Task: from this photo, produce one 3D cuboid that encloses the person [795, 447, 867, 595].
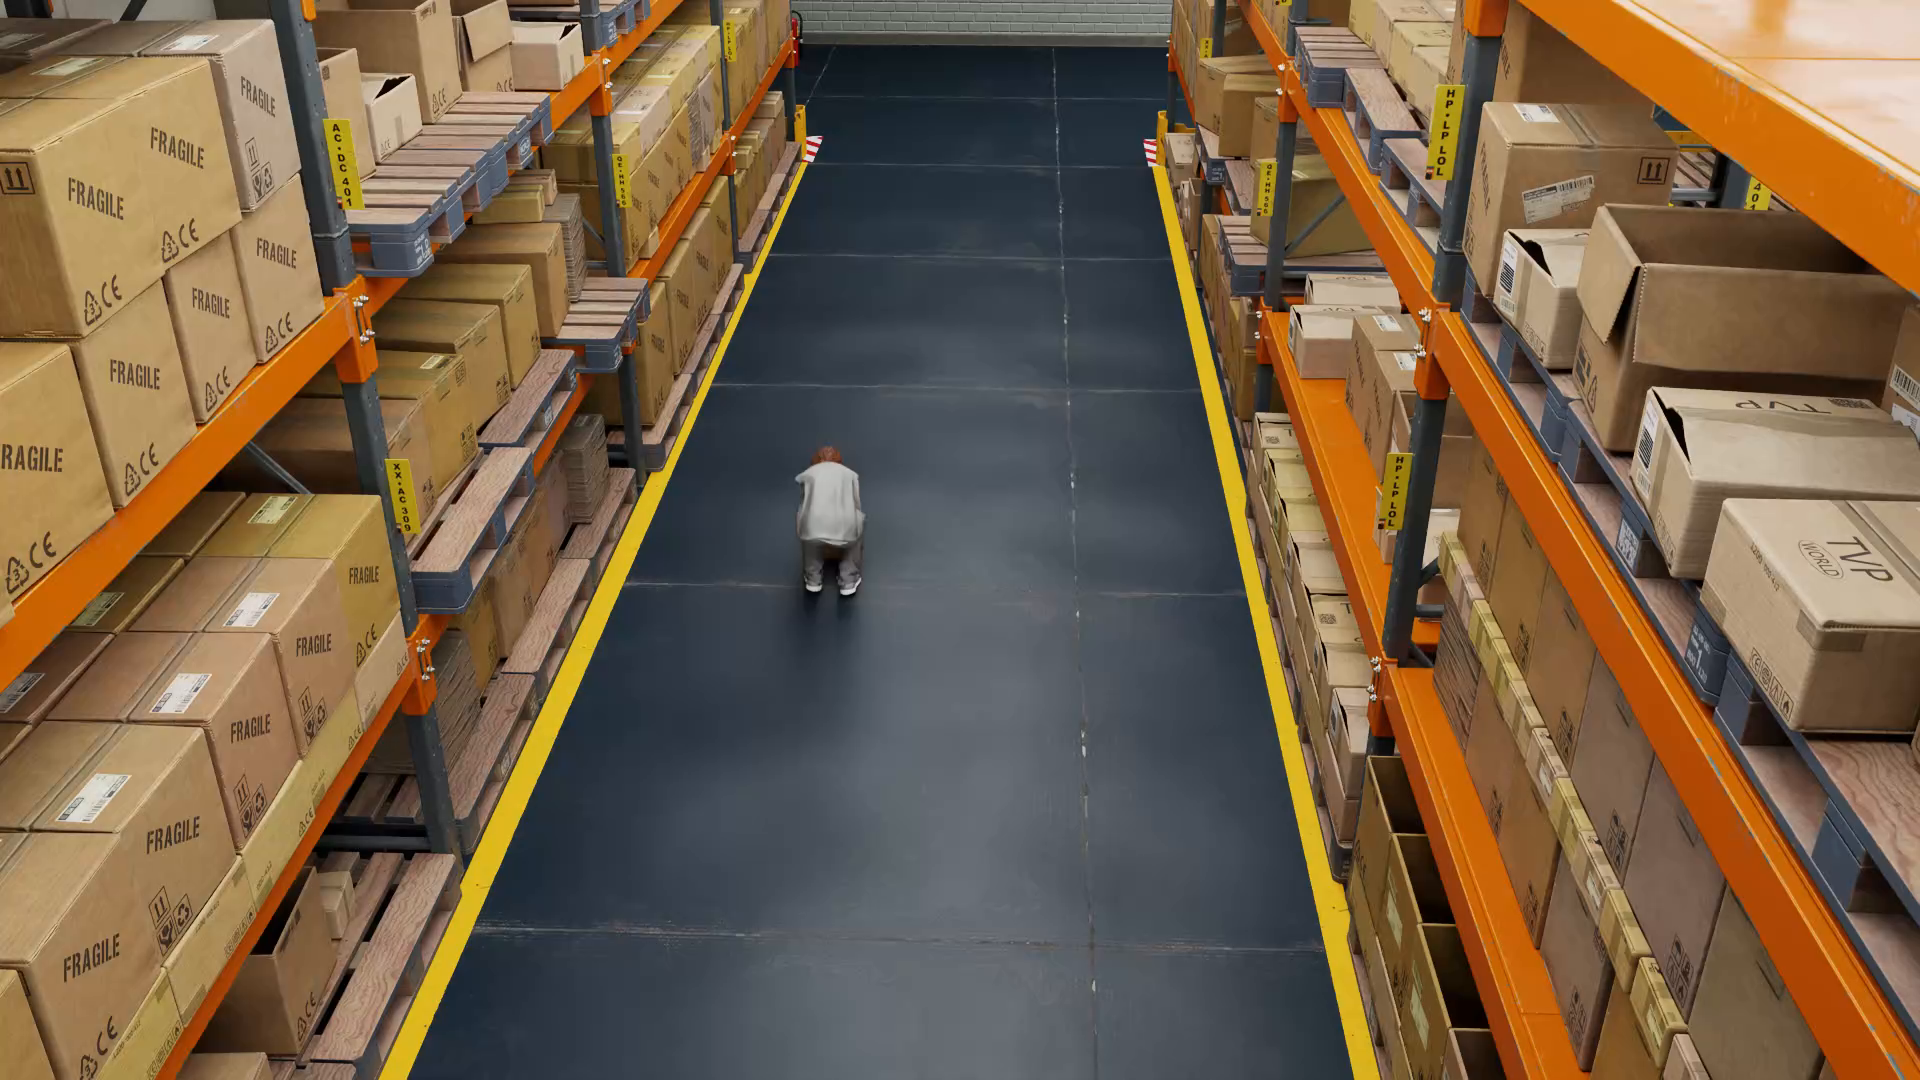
[{"bbox_3d":[-0.759,-0.086,9.775,0.418,0.695,0.862,0,28,1],"label":"person"}]
